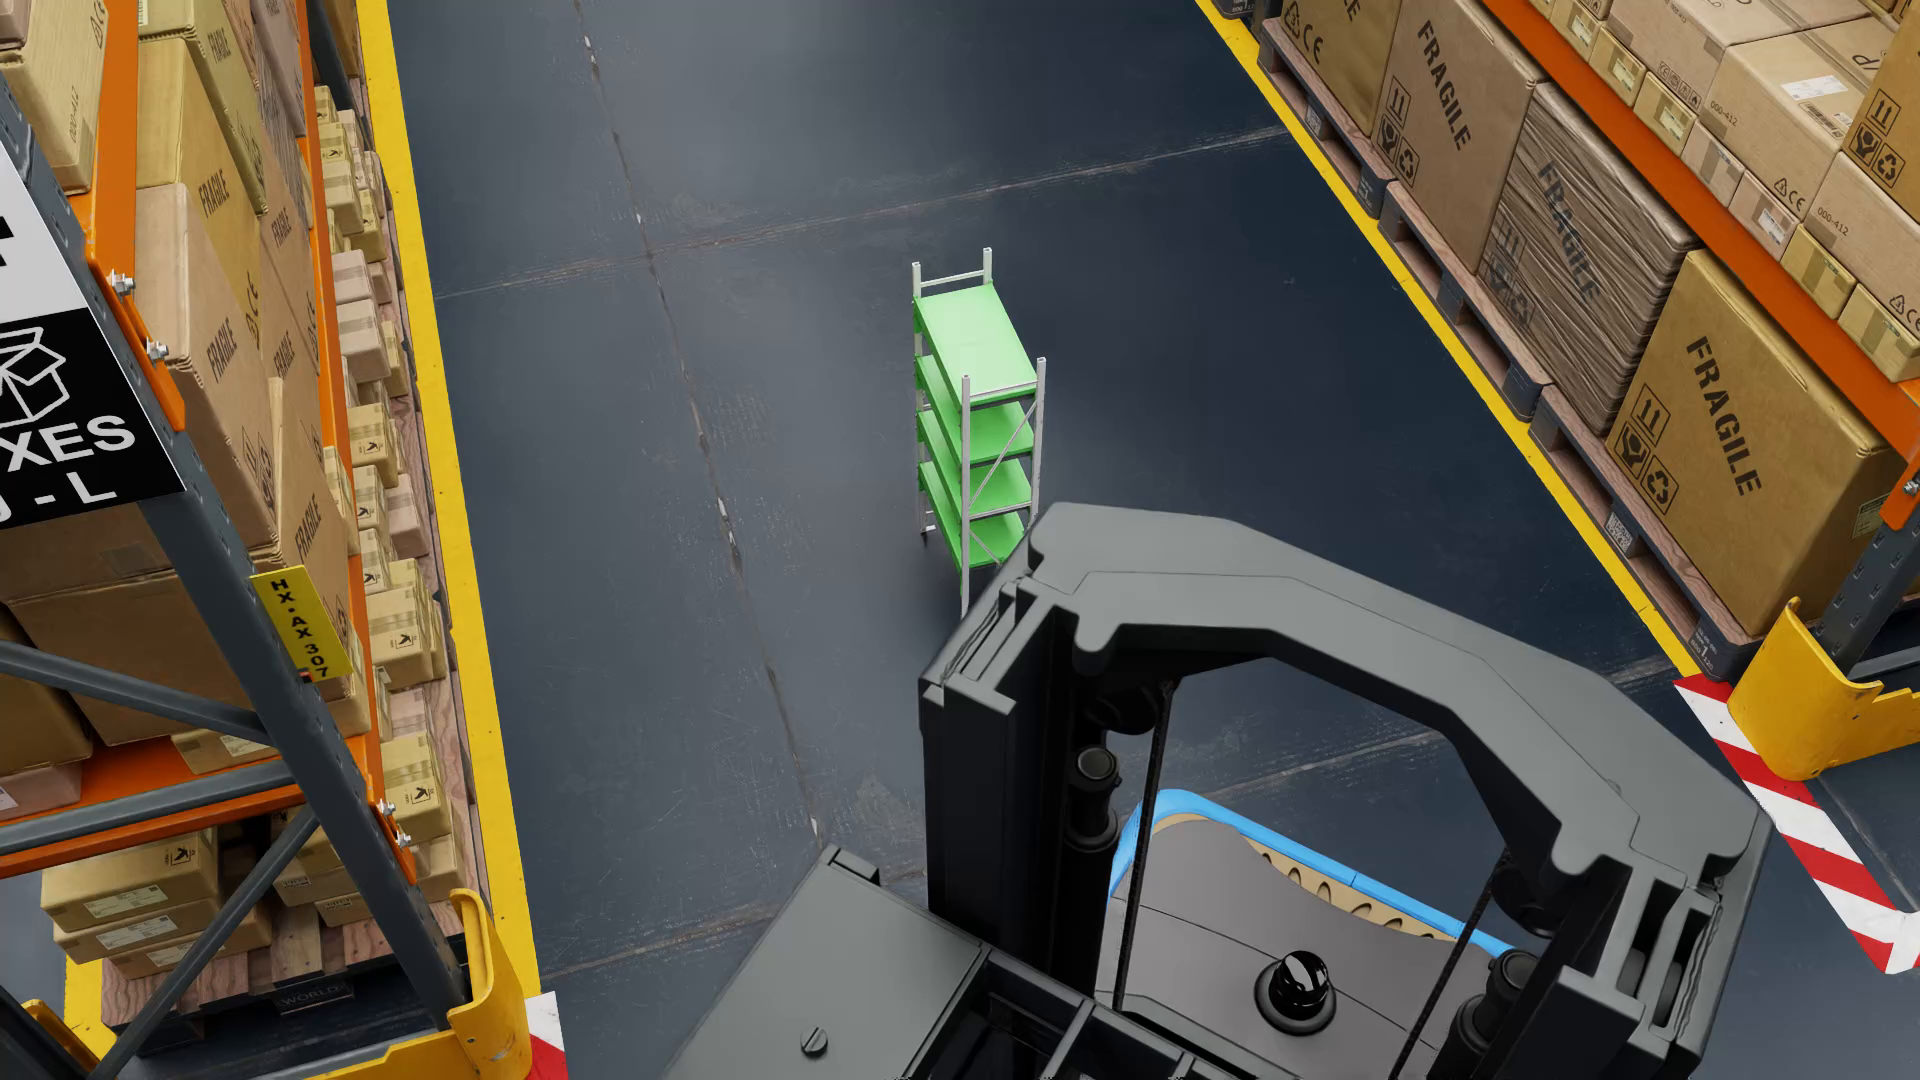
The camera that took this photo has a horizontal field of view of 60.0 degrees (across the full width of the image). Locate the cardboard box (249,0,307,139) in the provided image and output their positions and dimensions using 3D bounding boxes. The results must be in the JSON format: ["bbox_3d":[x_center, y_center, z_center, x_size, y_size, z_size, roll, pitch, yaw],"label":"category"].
[{"bbox_3d":[-2.210,-1.454,4.754,0.500,0.500,0.500,-14,51,-11],"label":"cardboard box"}]

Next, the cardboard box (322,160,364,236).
[{"bbox_3d":[-2.374,-1.208,6.007,0.380,0.149,0.250,-14,51,-11],"label":"cardboard box"}]

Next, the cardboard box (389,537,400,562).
[{"bbox_3d":[-1.961,0.163,5.241,0.380,0.149,0.250,-13,51,-11],"label":"cardboard box"}]

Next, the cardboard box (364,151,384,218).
[{"bbox_3d":[-2.480,-1.365,6.529,0.380,0.149,0.250,-13,51,-11],"label":"cardboard box"}]

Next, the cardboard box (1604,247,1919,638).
[{"bbox_3d":[2.764,-0.384,5.227,0.875,0.875,0.875,-13,51,-11],"label":"cardboard box"}]

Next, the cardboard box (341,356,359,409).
[{"bbox_3d":[-2.143,-0.423,5.346,0.380,0.149,0.250,-13,51,-11],"label":"cardboard box"}]

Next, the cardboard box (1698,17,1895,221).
[{"bbox_3d":[2.483,-1.196,4.700,0.500,0.250,0.500,-14,51,-12],"label":"cardboard box"}]

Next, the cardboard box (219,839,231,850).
[{"bbox_3d":[-2.266,0.845,4.666,0.380,0.149,0.250,-12,51,-10],"label":"cardboard box"}]

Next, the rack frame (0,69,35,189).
[{"bbox_3d":[-1.739,-1.370,1.020,1.000,3.000,0.127,-13,51,-11],"label":"rack frame"}]

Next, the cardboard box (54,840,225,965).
[{"bbox_3d":[-2.167,0.930,4.399,0.380,0.149,0.250,-15,51,-12],"label":"cardboard box"}]

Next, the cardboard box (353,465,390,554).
[{"bbox_3d":[-1.943,-0.059,5.038,0.380,0.149,0.250,-12,51,-10],"label":"cardboard box"}]

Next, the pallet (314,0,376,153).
[{"bbox_3d":[-3.153,-2.028,7.321,1.003,0.211,1.213,-13,51,-11],"label":"pallet"}]

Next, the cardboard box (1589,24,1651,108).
[{"bbox_3d":[2.229,-1.524,5.237,0.380,0.149,0.250,-13,51,-11],"label":"cardboard box"}]

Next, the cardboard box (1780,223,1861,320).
[{"bbox_3d":[2.531,-0.778,4.609,0.380,0.149,0.250,-13,51,-11],"label":"cardboard box"}]

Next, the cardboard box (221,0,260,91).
[{"bbox_3d":[-2.060,-1.398,4.053,0.500,0.500,0.500,-15,51,-12],"label":"cardboard box"}]

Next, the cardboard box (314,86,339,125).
[{"bbox_3d":[-2.568,-1.565,6.309,0.380,0.149,0.250,-12,51,-10],"label":"cardboard box"}]

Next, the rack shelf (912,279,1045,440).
[{"bbox_3d":[0.049,-0.534,4.871,0.258,0.148,0.480,-13,51,-11],"label":"rack shelf"}]

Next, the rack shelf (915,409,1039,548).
[{"bbox_3d":[0.049,-0.225,5.238,0.258,0.148,0.480,-13,51,-11],"label":"rack shelf"}]

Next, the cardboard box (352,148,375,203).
[{"bbox_3d":[-2.433,-1.318,6.294,0.380,0.149,0.250,-16,52,-13],"label":"cardboard box"}]

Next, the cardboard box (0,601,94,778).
[{"bbox_3d":[-2.117,0.165,3.389,0.500,0.500,0.500,-12,51,-10],"label":"cardboard box"}]

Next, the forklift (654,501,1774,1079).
[{"bbox_3d":[0.138,1.464,2.598,1.130,2.935,3.031,24,54,19],"label":"forklift"}]

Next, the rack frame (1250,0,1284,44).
[{"bbox_3d":[1.846,-3.406,6.659,1.000,3.000,0.127,-13,51,-11],"label":"rack frame"}]

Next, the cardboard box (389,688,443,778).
[{"bbox_3d":[-1.675,0.597,4.680,0.380,0.149,0.250,-14,51,-11],"label":"cardboard box"}]

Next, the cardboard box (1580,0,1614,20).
[{"bbox_3d":[2.174,-1.948,5.334,0.500,0.250,0.500,-13,51,-11],"label":"cardboard box"}]

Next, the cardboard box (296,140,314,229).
[{"bbox_3d":[-2.082,-0.996,4.792,0.380,0.149,0.250,-12,51,-10],"label":"cardboard box"}]

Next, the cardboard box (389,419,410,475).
[{"bbox_3d":[-2.058,-0.235,5.576,0.380,0.149,0.250,-13,51,-11],"label":"cardboard box"}]

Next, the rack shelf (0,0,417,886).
[{"bbox_3d":[-2.330,-0.666,4.820,1.077,0.370,4.000,-13,51,-11],"label":"rack shelf"}]

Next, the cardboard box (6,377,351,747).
[{"bbox_3d":[-1.608,0.045,3.490,0.500,0.500,0.500,-11,51,-9],"label":"cardboard box"}]

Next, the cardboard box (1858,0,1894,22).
[{"bbox_3d":[2.840,-1.689,5.116,0.500,0.250,0.500,-15,51,-12],"label":"cardboard box"}]

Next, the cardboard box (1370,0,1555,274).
[{"bbox_3d":[2.231,-1.699,6.335,0.875,0.875,0.875,-13,51,-11],"label":"cardboard box"}]

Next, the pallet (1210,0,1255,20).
[{"bbox_3d":[1.546,-3.054,8.186,1.003,0.211,1.213,-13,51,-11],"label":"pallet"}]

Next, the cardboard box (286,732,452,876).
[{"bbox_3d":[-1.569,0.696,4.403,0.380,0.149,0.250,-15,52,-13],"label":"cardboard box"}]

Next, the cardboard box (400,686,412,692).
[{"bbox_3d":[-1.823,0.539,4.923,0.380,0.149,0.250,-13,51,-11],"label":"cardboard box"}]

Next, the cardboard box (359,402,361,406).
[{"bbox_3d":[-2.164,-0.334,5.465,0.380,0.149,0.250,-11,51,-9],"label":"cardboard box"}]

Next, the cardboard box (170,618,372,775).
[{"bbox_3d":[-1.521,0.334,3.671,0.380,0.149,0.250,-14,51,-11],"label":"cardboard box"}]

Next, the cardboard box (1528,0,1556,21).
[{"bbox_3d":[2.079,-1.895,5.550,0.380,0.149,0.250,-15,51,-12],"label":"cardboard box"}]

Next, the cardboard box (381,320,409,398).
[{"bbox_3d":[-2.174,-0.609,5.892,0.380,0.149,0.250,-13,51,-11],"label":"cardboard box"}]

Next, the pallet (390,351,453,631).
[{"bbox_3d":[-2.325,-0.084,5.683,1.003,0.211,1.213,-13,51,-11],"label":"pallet"}]

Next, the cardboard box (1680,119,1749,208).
[{"bbox_3d":[2.385,-1.145,4.918,0.380,0.149,0.250,-13,51,-10],"label":"cardboard box"}]

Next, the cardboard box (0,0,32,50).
[{"bbox_3d":[-1.623,-0.903,2.359,0.500,0.250,0.500,-13,51,-10],"label":"cardboard box"}]

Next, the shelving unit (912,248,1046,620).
[{"bbox_3d":[0.049,-0.266,5.189,0.258,1.200,0.503,-13,51,-11],"label":"shelving unit"}]

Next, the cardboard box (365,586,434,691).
[{"bbox_3d":[-1.718,0.308,4.729,0.380,0.149,0.250,-13,51,-11],"label":"cardboard box"}]

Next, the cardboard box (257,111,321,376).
[{"bbox_3d":[-1.923,-0.701,4.119,0.500,0.500,0.500,-13,51,-10],"label":"cardboard box"}]

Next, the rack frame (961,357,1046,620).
[{"bbox_3d":[0.121,-0.088,5.039,0.240,1.200,0.015,-13,51,-11],"label":"rack frame"}]

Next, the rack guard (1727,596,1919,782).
[{"bbox_3d":[3.036,0.339,5.137,1.175,0.500,0.348,-13,51,-11],"label":"rack guard"}]

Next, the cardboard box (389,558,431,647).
[{"bbox_3d":[-1.805,0.227,4.992,0.380,0.149,0.250,-12,51,-10],"label":"cardboard box"}]

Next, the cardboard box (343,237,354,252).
[{"bbox_3d":[-2.356,-0.921,5.960,0.380,0.149,0.250,-13,51,-11],"label":"cardboard box"}]

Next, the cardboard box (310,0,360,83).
[{"bbox_3d":[-2.887,-2.288,7.077,0.500,0.500,0.500,-12,51,-10],"label":"cardboard box"}]

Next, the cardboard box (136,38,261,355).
[{"bbox_3d":[-1.773,-0.642,3.415,0.500,0.500,0.500,-12,51,-10],"label":"cardboard box"}]

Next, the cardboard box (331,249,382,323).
[{"bbox_3d":[-2.203,-0.823,5.683,0.380,0.149,0.250,-16,52,-13],"label":"cardboard box"}]

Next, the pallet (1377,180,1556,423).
[{"bbox_3d":[2.361,-1.041,6.490,1.003,0.211,1.213,-13,51,-11],"label":"pallet"}]

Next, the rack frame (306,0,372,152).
[{"bbox_3d":[-2.922,-2.358,5.776,1.000,3.000,0.127,-13,51,-11],"label":"rack frame"}]

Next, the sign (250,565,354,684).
[{"bbox_3d":[-1.220,0.161,3.086,0.100,0.325,0.005,-13,51,-11],"label":"sign"}]

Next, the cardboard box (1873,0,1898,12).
[{"bbox_3d":[2.838,-1.927,4.826,0.500,0.500,0.500,-15,51,-12],"label":"cardboard box"}]
